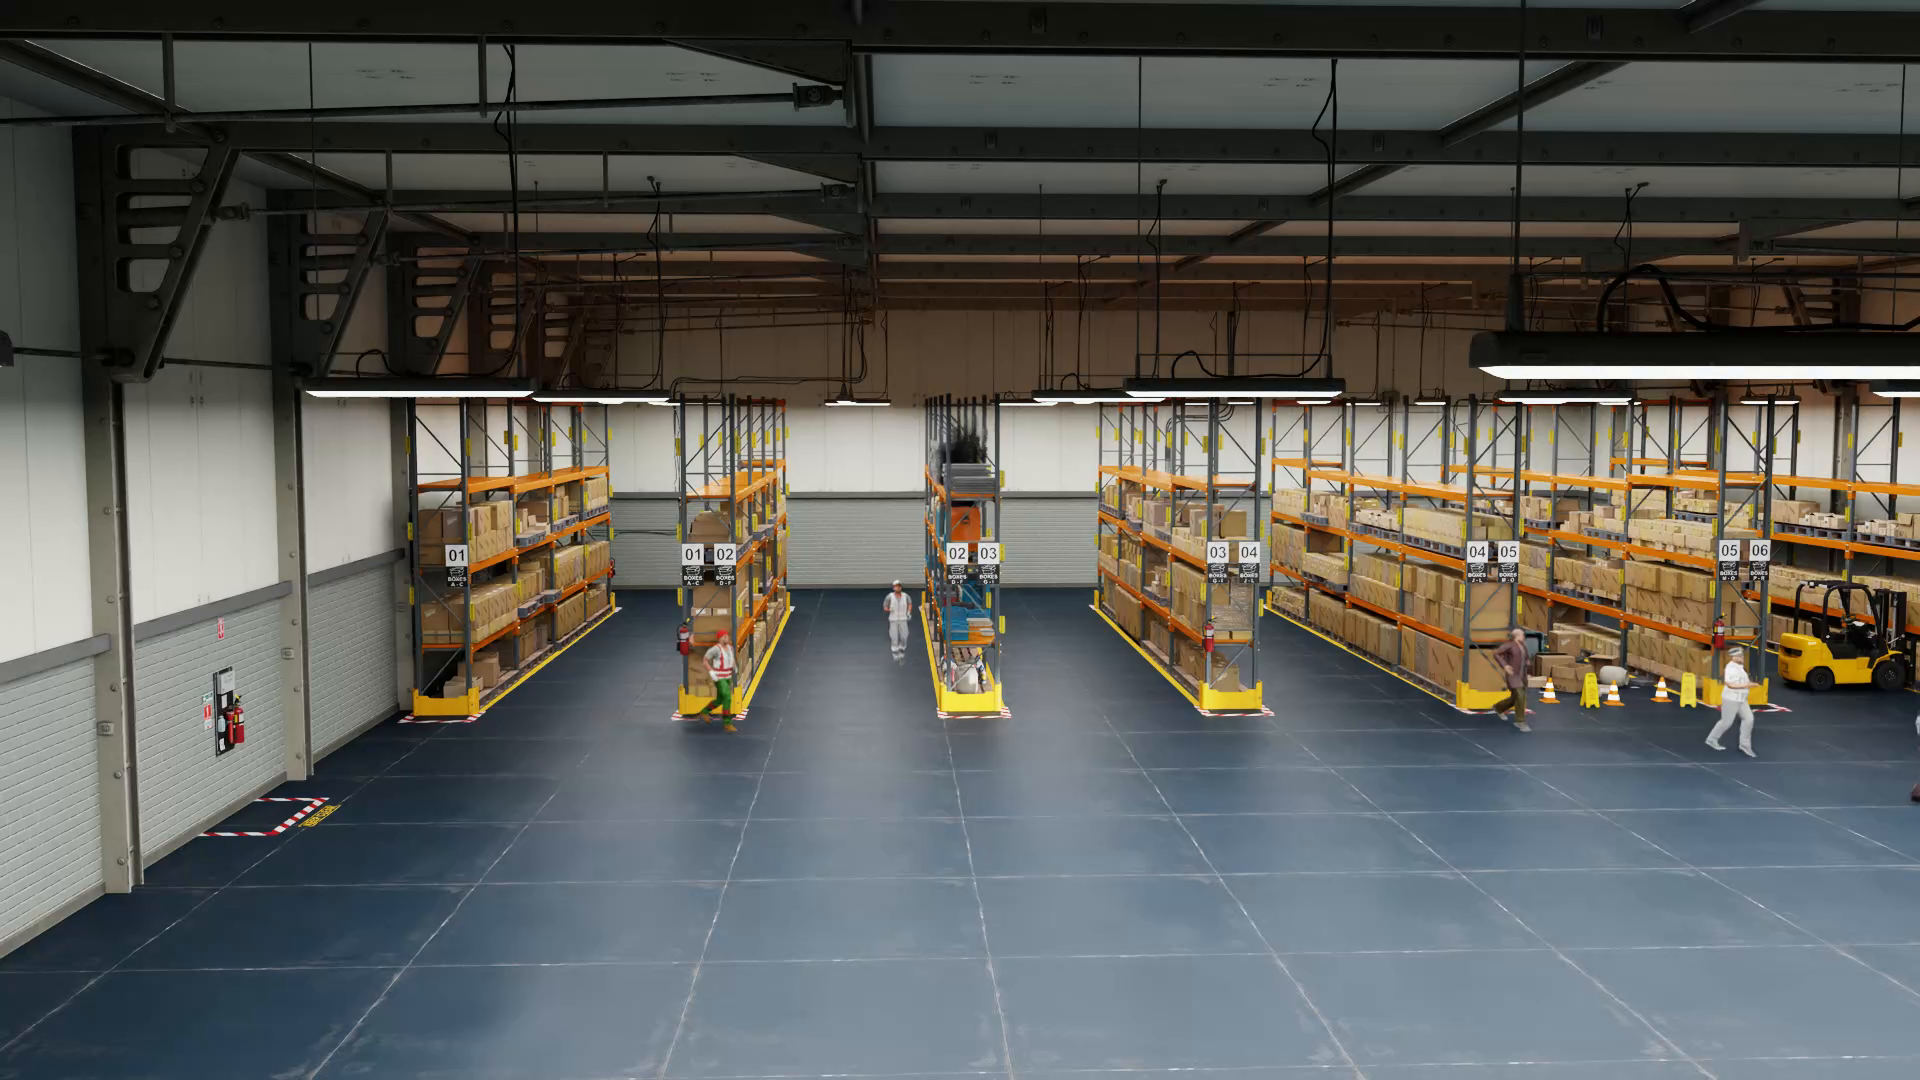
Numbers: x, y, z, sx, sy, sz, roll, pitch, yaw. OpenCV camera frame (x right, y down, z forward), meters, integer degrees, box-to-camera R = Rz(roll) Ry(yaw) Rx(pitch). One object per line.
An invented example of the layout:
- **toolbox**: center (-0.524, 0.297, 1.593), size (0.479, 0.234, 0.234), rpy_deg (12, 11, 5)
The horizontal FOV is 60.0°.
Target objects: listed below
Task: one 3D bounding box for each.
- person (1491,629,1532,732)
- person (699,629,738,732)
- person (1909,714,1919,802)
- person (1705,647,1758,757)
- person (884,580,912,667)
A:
- **person**: center (10.022, 2.485, 29.958), size (0.720, 1.771, 1.050), rpy_deg (-3, 6, -38)
- **person**: center (-4.277, 2.483, 29.678), size (0.886, 1.803, 0.674), rpy_deg (2, 5, 27)
- **person**: center (14.077, 2.983, 23.936), size (0.656, 1.700, 0.661), rpy_deg (3, 5, 32)
- **person**: center (12.797, 2.674, 27.524), size (0.643, 1.852, 0.819), rpy_deg (-4, 6, -45)
- **person**: center (-1.295, 1.774, 35.317), size (0.634, 1.842, 0.643), rpy_deg (-1, 5, -8)
